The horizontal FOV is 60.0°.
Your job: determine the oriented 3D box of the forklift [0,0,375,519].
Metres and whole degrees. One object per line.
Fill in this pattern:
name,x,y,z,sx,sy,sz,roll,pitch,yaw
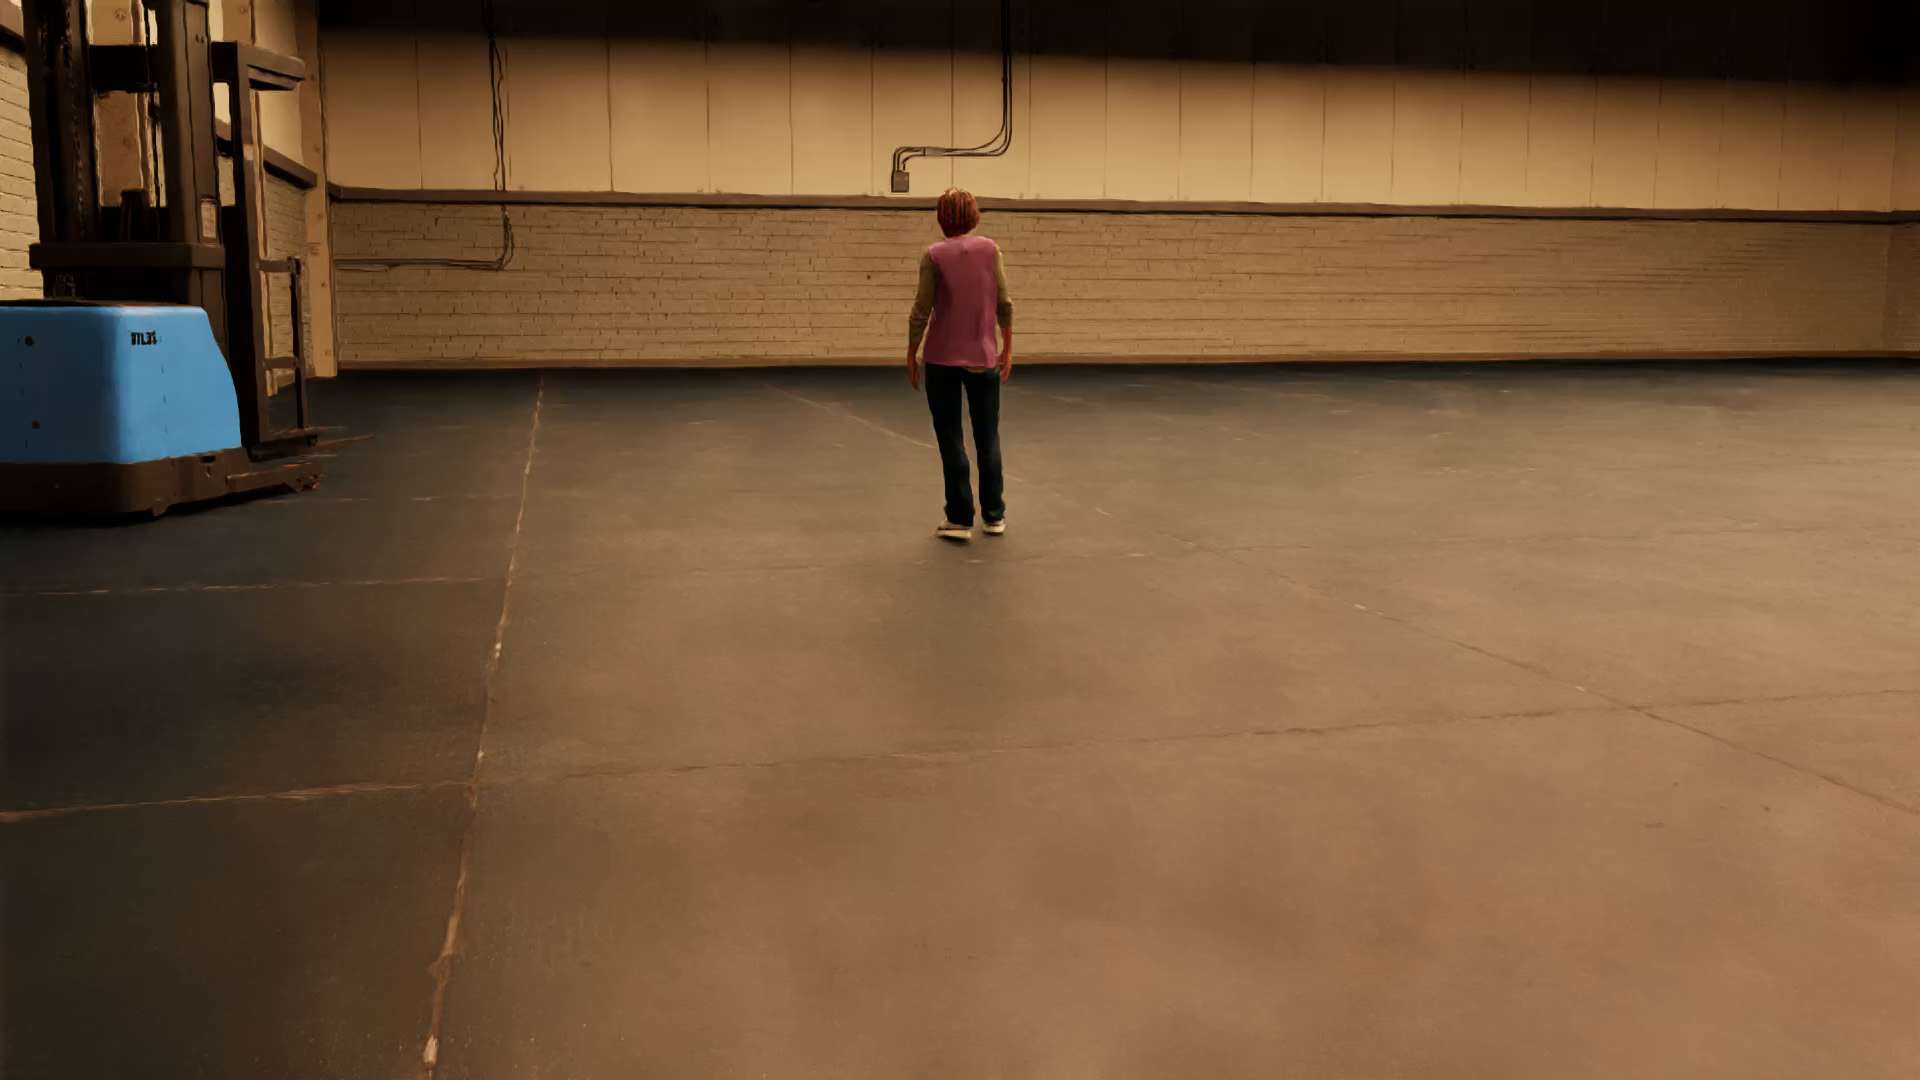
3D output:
forklift,-4.409,-1.729,9.486,1.130,2.935,3.031,1,8,6

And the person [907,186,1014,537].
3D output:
person,-0.004,-0.808,7.670,0.520,1.597,0.474,-2,8,-13
